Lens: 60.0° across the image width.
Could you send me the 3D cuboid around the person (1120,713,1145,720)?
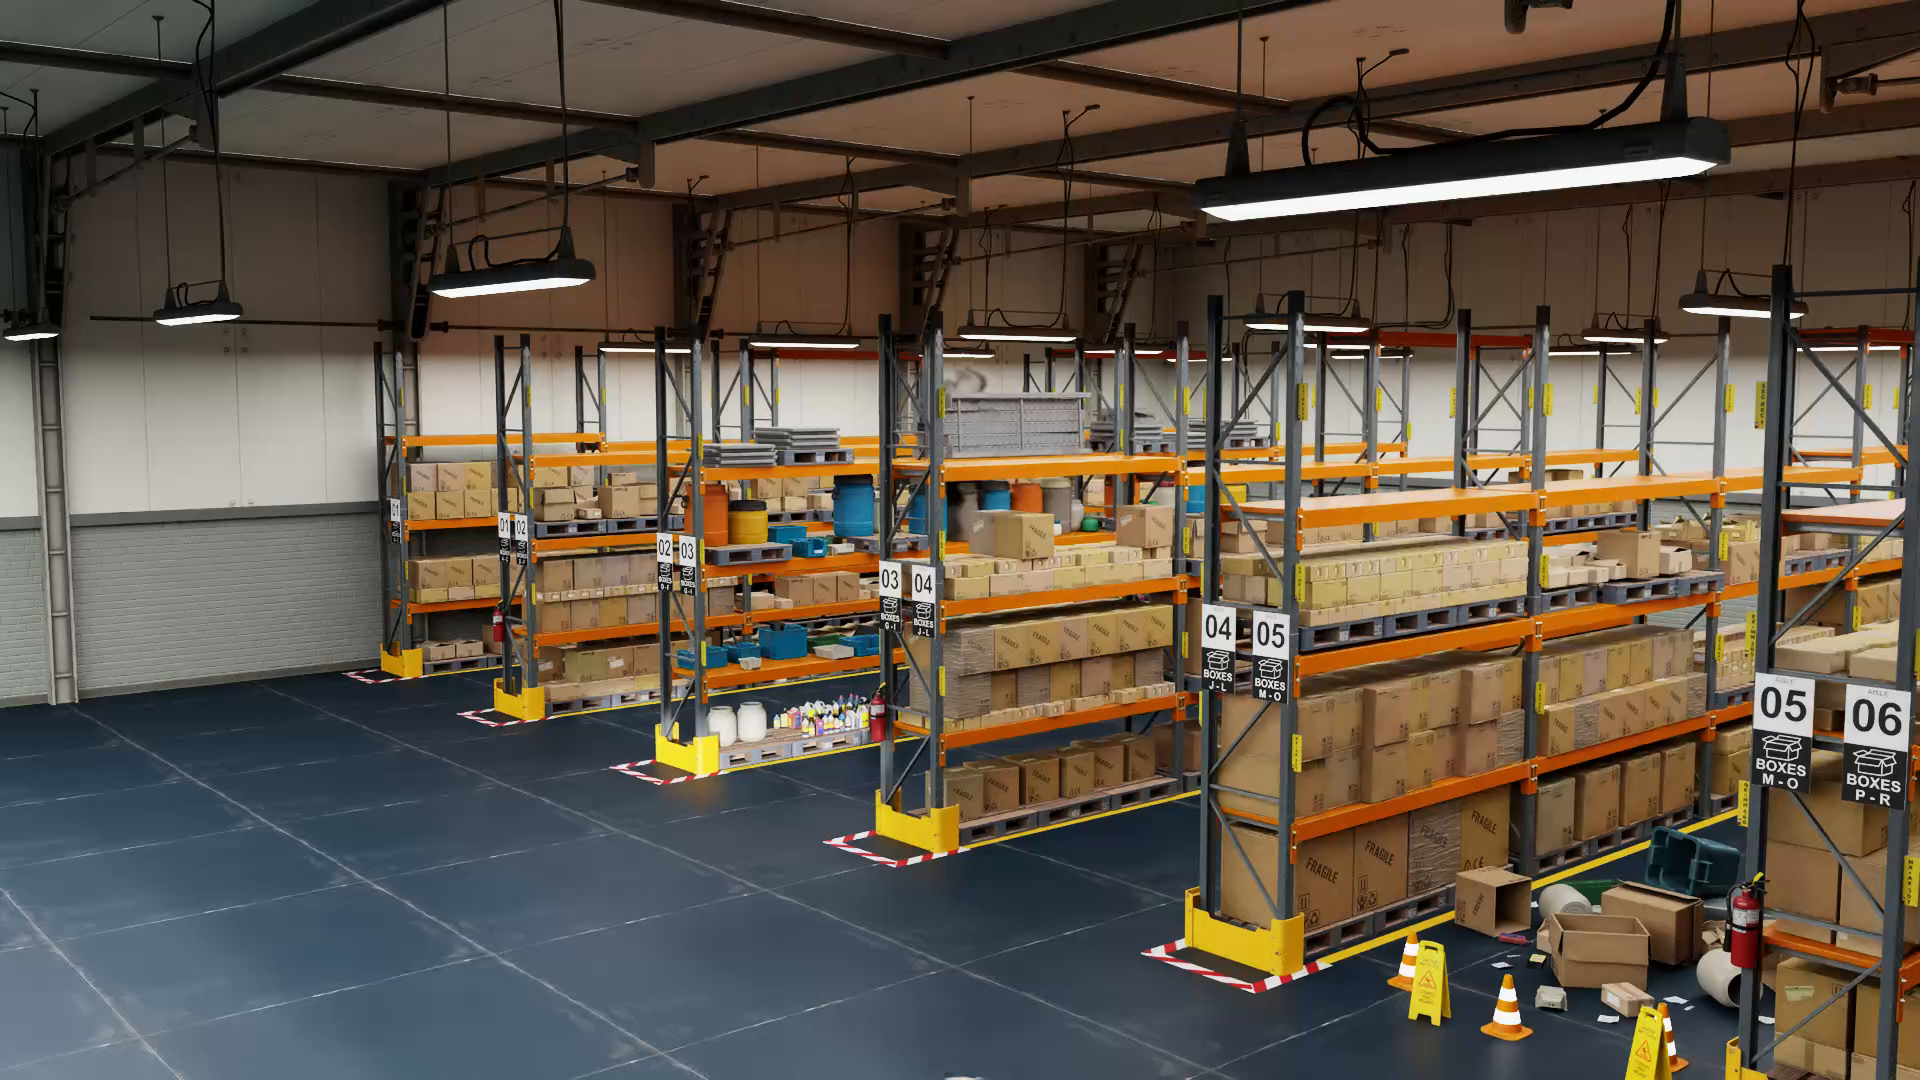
[{"bbox_3d":[2.547,1.806,24.593,0.627,1.805,0.707,3,6,32],"label":"person"}]
